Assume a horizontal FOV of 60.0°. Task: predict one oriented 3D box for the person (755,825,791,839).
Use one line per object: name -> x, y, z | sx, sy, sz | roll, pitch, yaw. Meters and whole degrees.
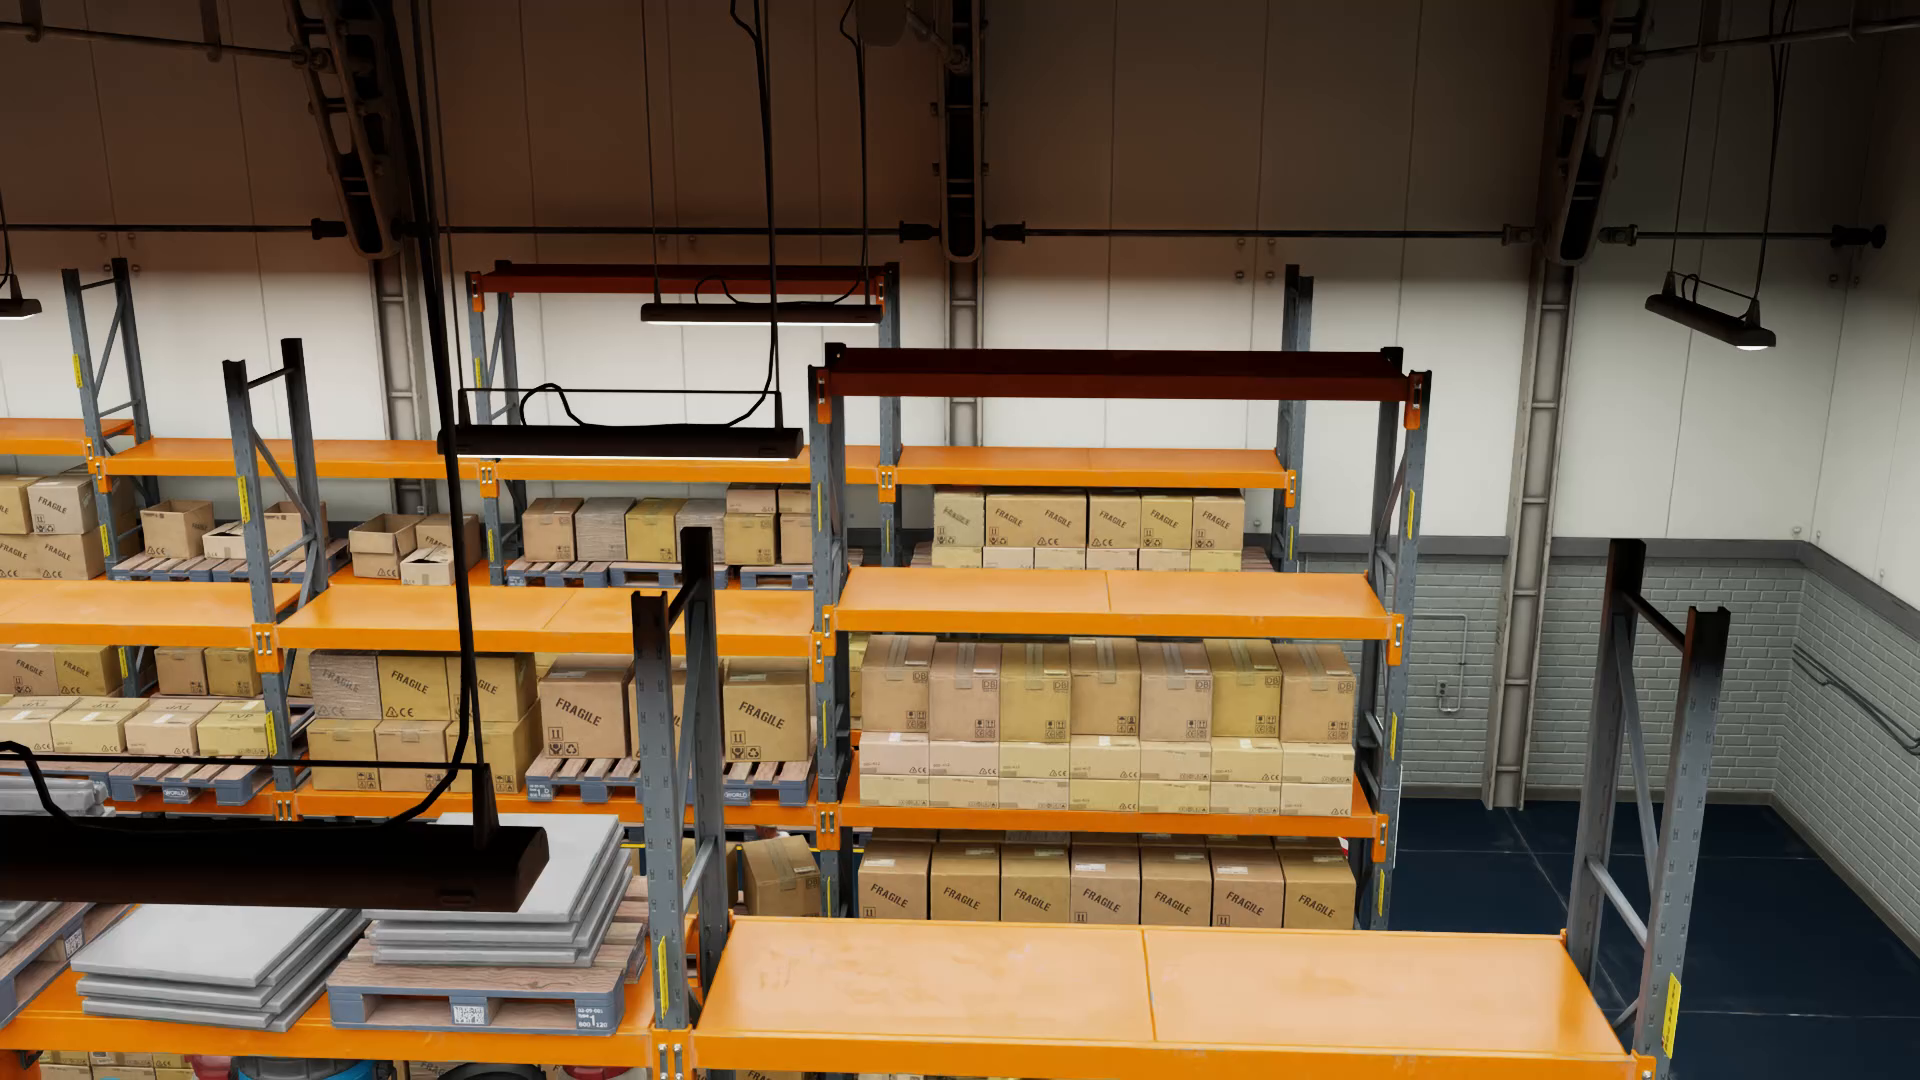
person -> -1.674, 3.172, 14.529 | 0.592, 1.825, 0.623 | 5, 17, 15
